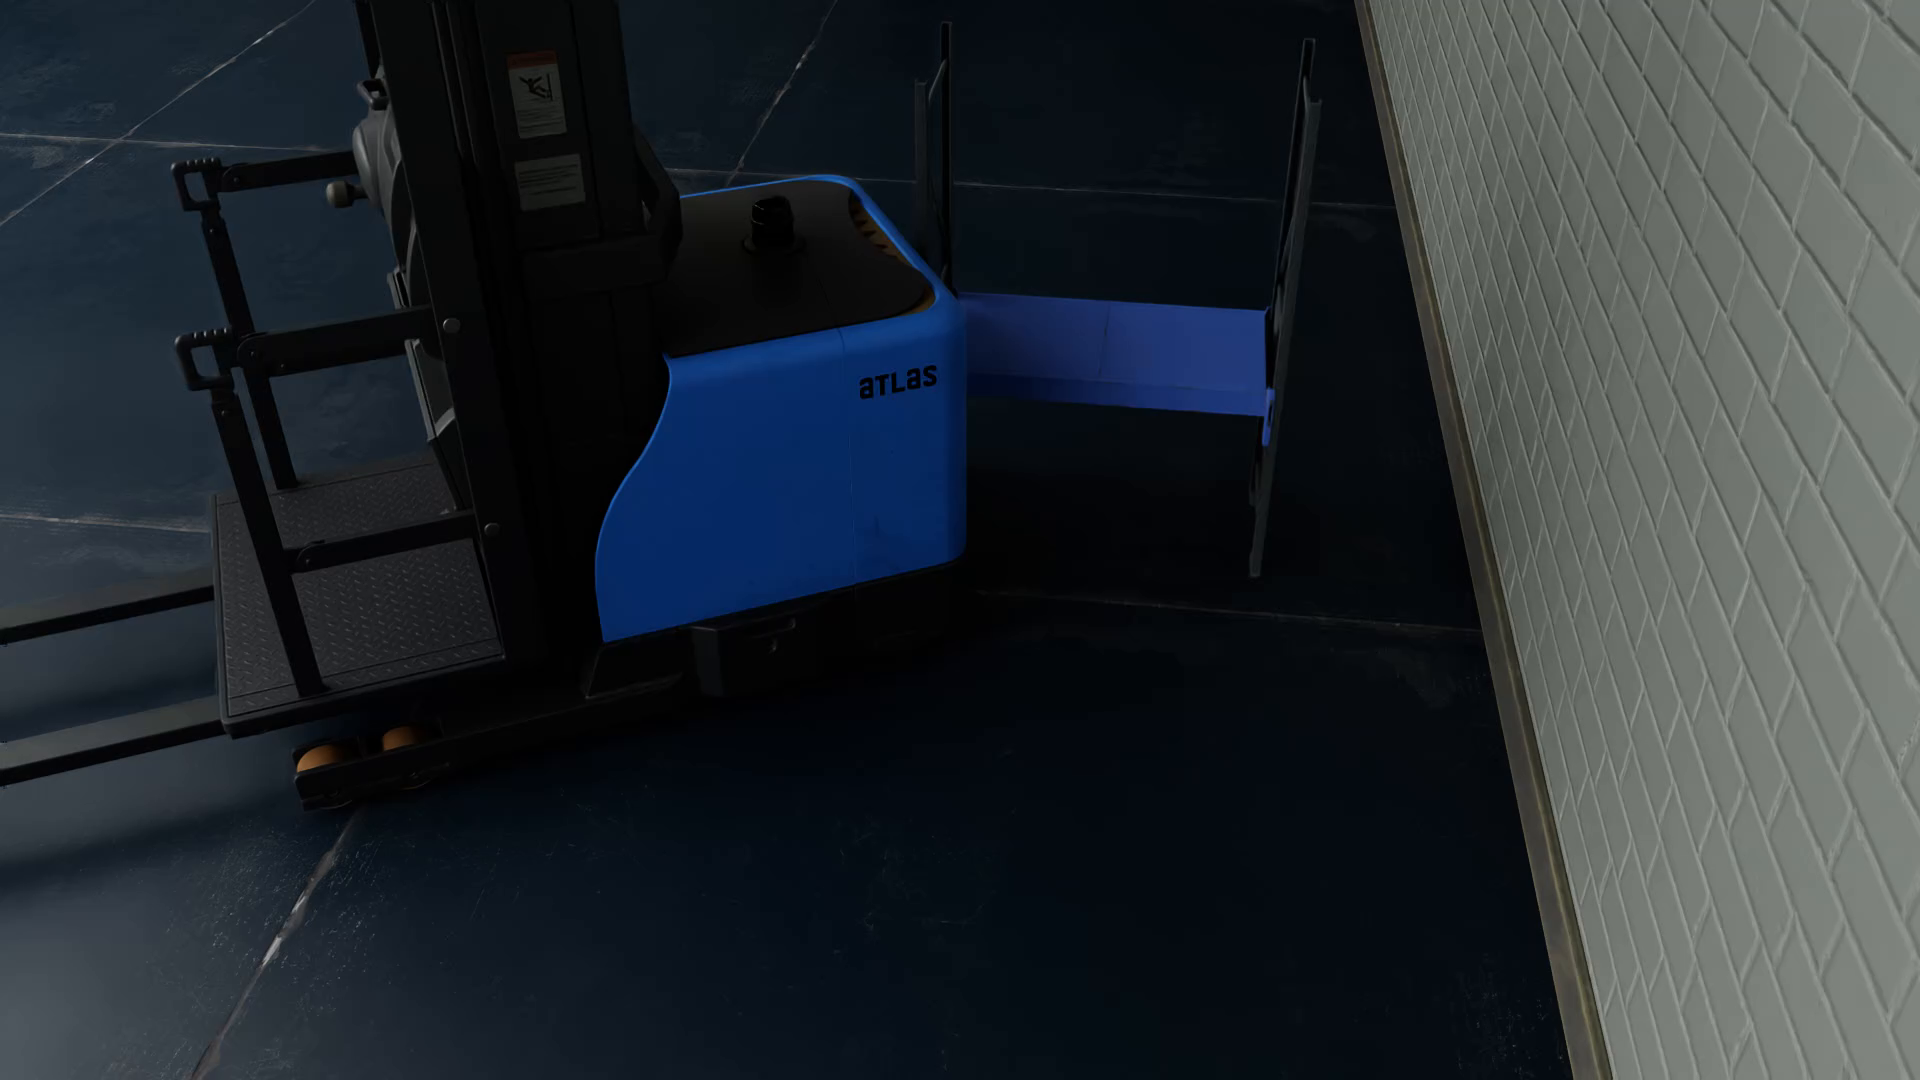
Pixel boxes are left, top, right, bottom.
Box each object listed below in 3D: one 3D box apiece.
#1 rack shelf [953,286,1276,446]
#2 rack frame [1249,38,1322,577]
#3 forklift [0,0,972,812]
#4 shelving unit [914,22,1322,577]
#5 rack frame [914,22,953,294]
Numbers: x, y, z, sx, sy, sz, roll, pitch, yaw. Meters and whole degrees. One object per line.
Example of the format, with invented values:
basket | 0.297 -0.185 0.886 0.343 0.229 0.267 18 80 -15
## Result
rack shelf | 0.433 -0.535 5.018 1.000 0.185 0.538 5 36 6
rack frame | 0.937 -0.641 4.857 0.032 1.500 0.500 5 36 6
forklift | -1.537 -0.849 3.917 3.031 2.935 1.130 -13 38 -17
shelving unit | 0.433 -0.681 4.914 1.048 1.500 0.538 5 36 6
rack frame | -0.070 -0.722 4.970 0.032 1.500 0.500 5 36 6
